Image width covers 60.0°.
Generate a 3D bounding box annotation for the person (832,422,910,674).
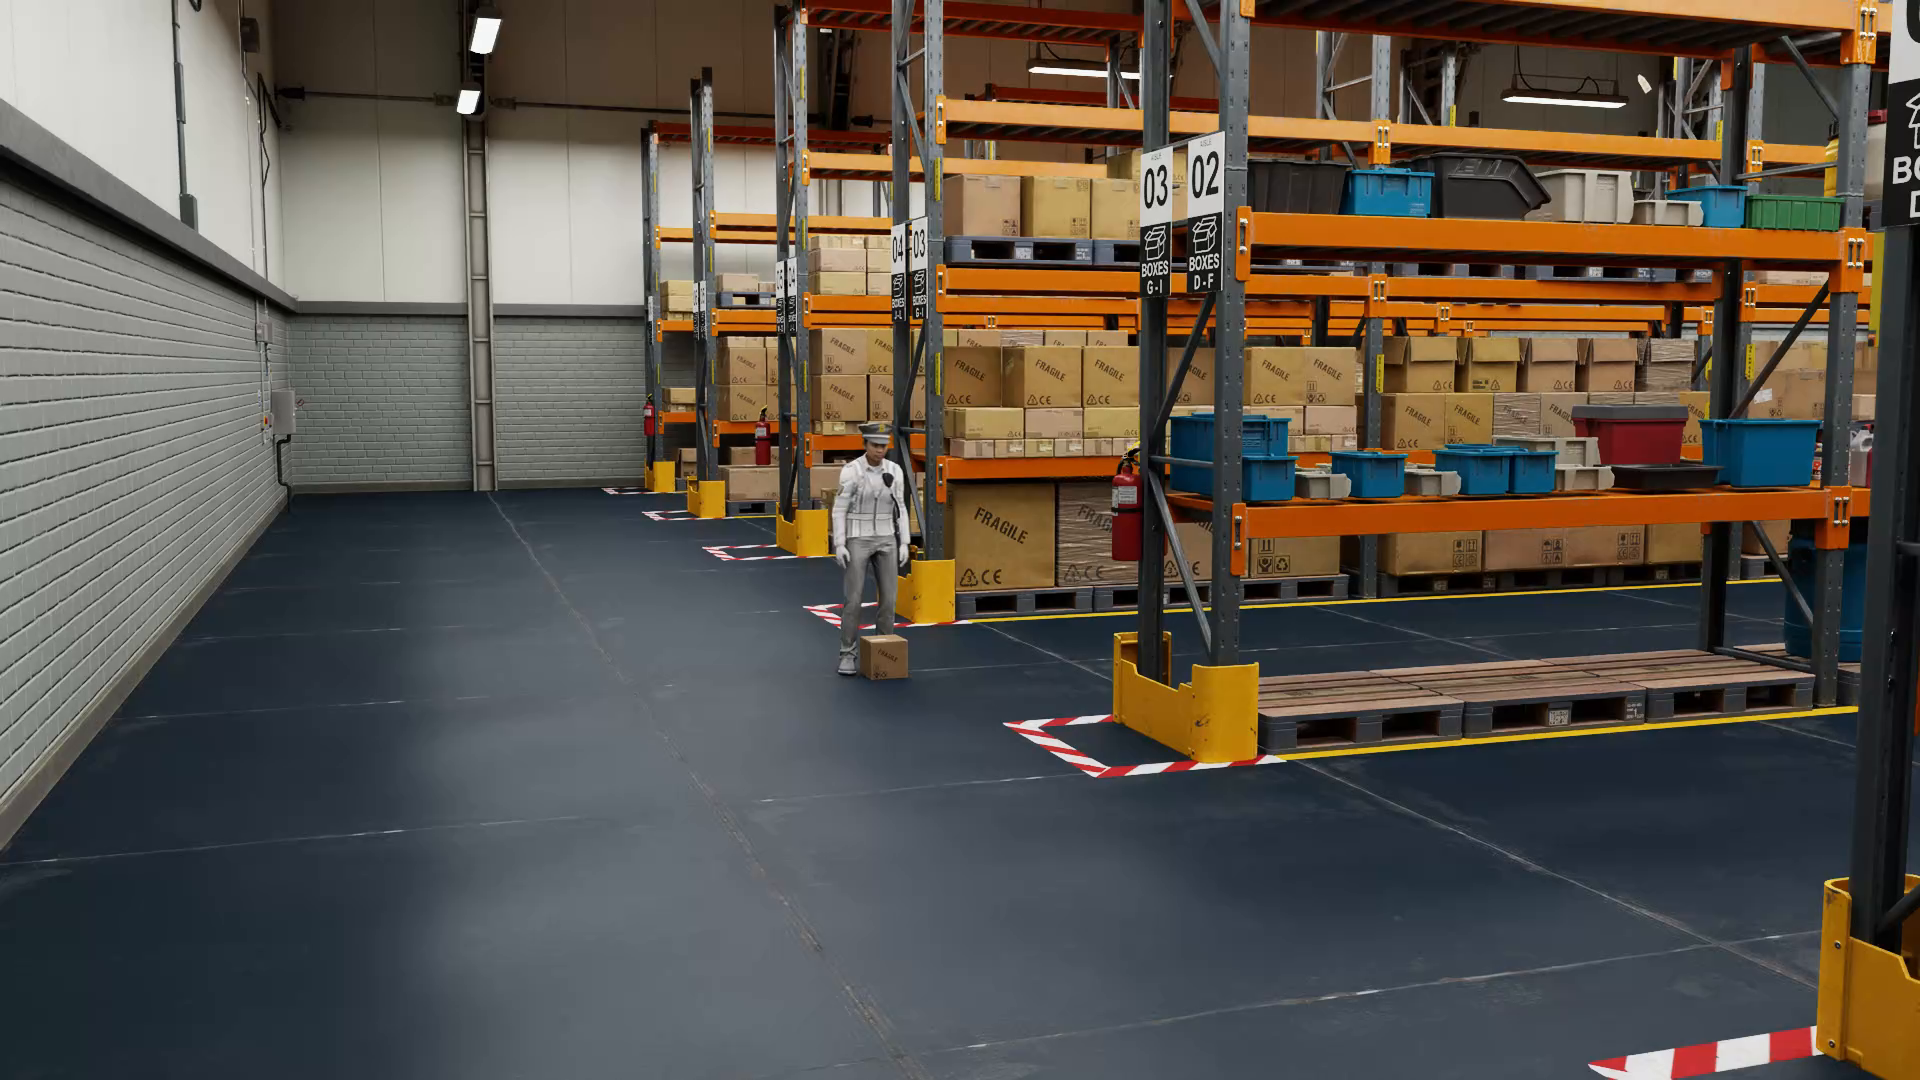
[{"bbox_3d":[-0.588,0.046,11.099,0.529,1.663,0.375,-2,6,-19],"label":"person"}]
